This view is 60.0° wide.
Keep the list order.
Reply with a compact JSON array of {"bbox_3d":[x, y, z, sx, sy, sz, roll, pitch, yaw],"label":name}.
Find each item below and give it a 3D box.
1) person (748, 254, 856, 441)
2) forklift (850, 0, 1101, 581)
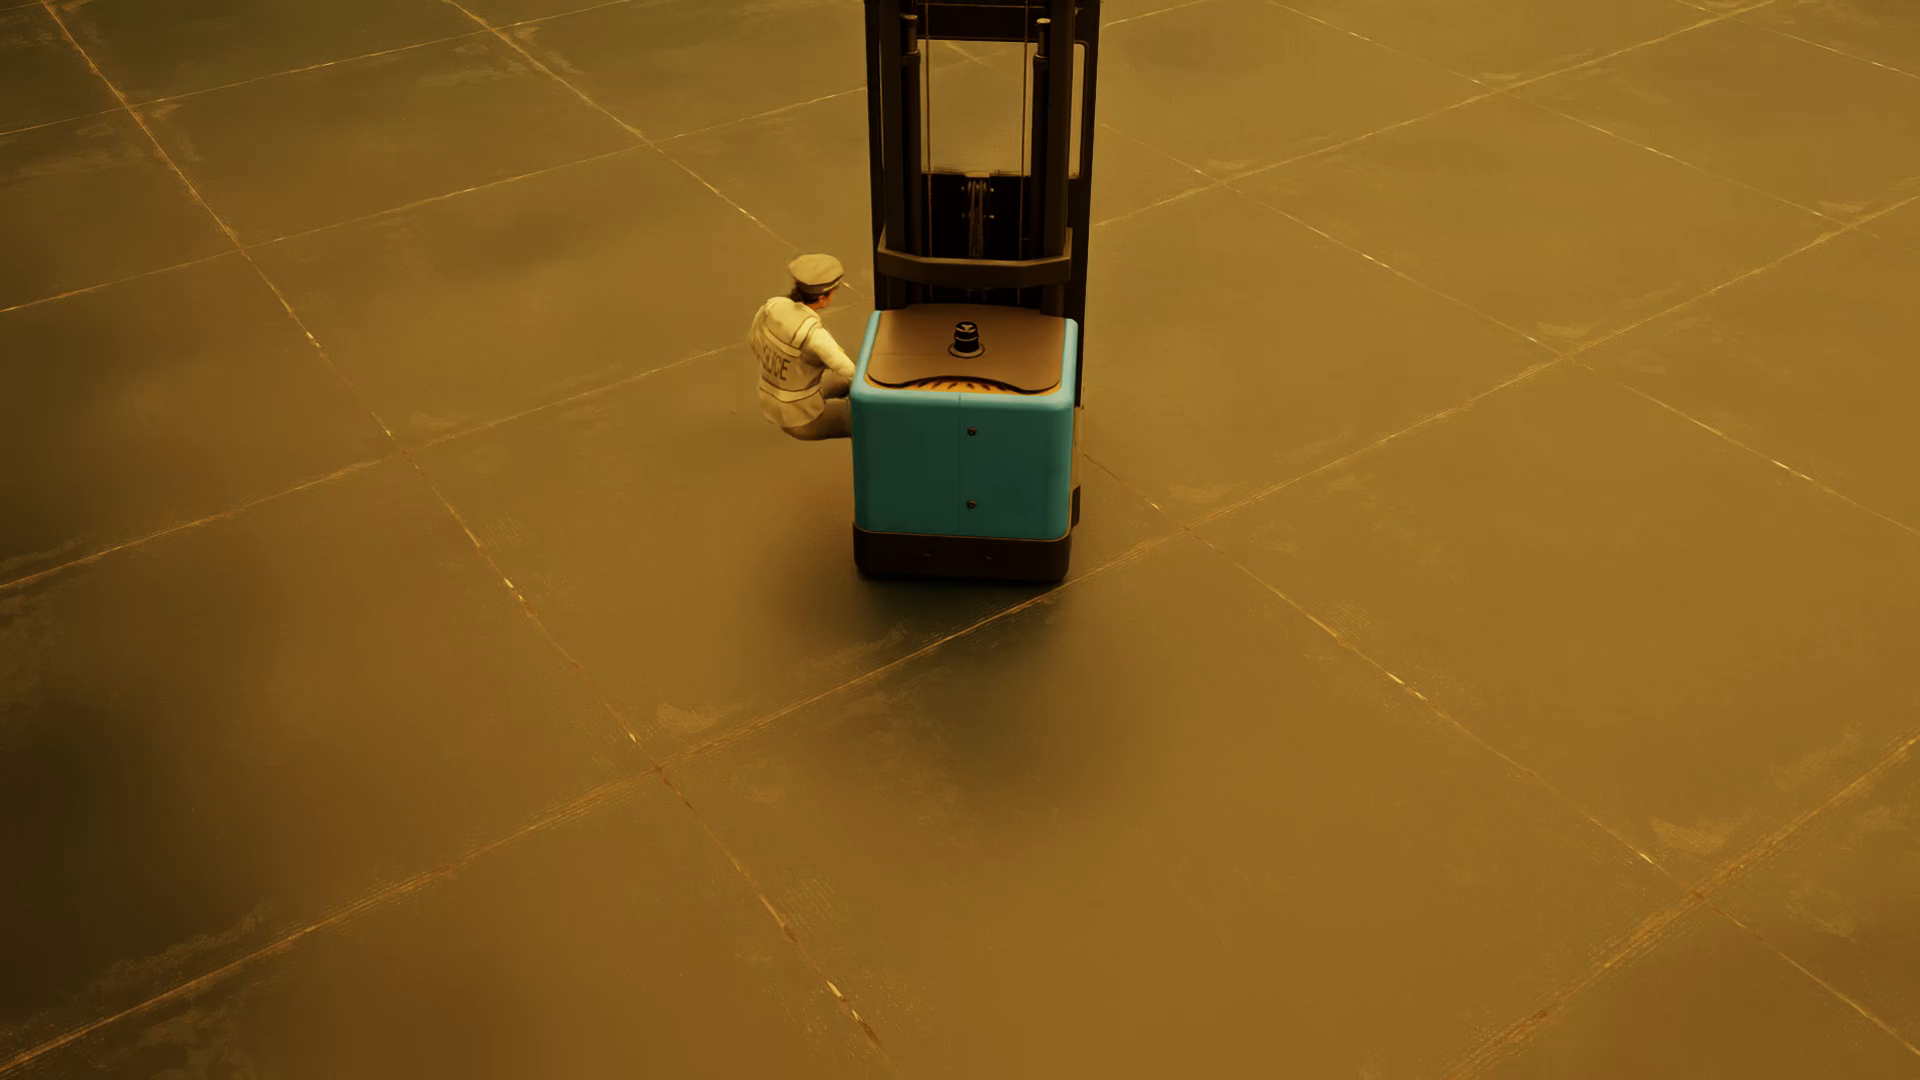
[{"bbox_3d":[-0.586,-0.771,8.334,0.852,1.461,0.738,-25,43,-30],"label":"person"},{"bbox_3d":[0.125,-1.839,8.432,1.130,2.935,3.031,3,37,4],"label":"forklift"}]
